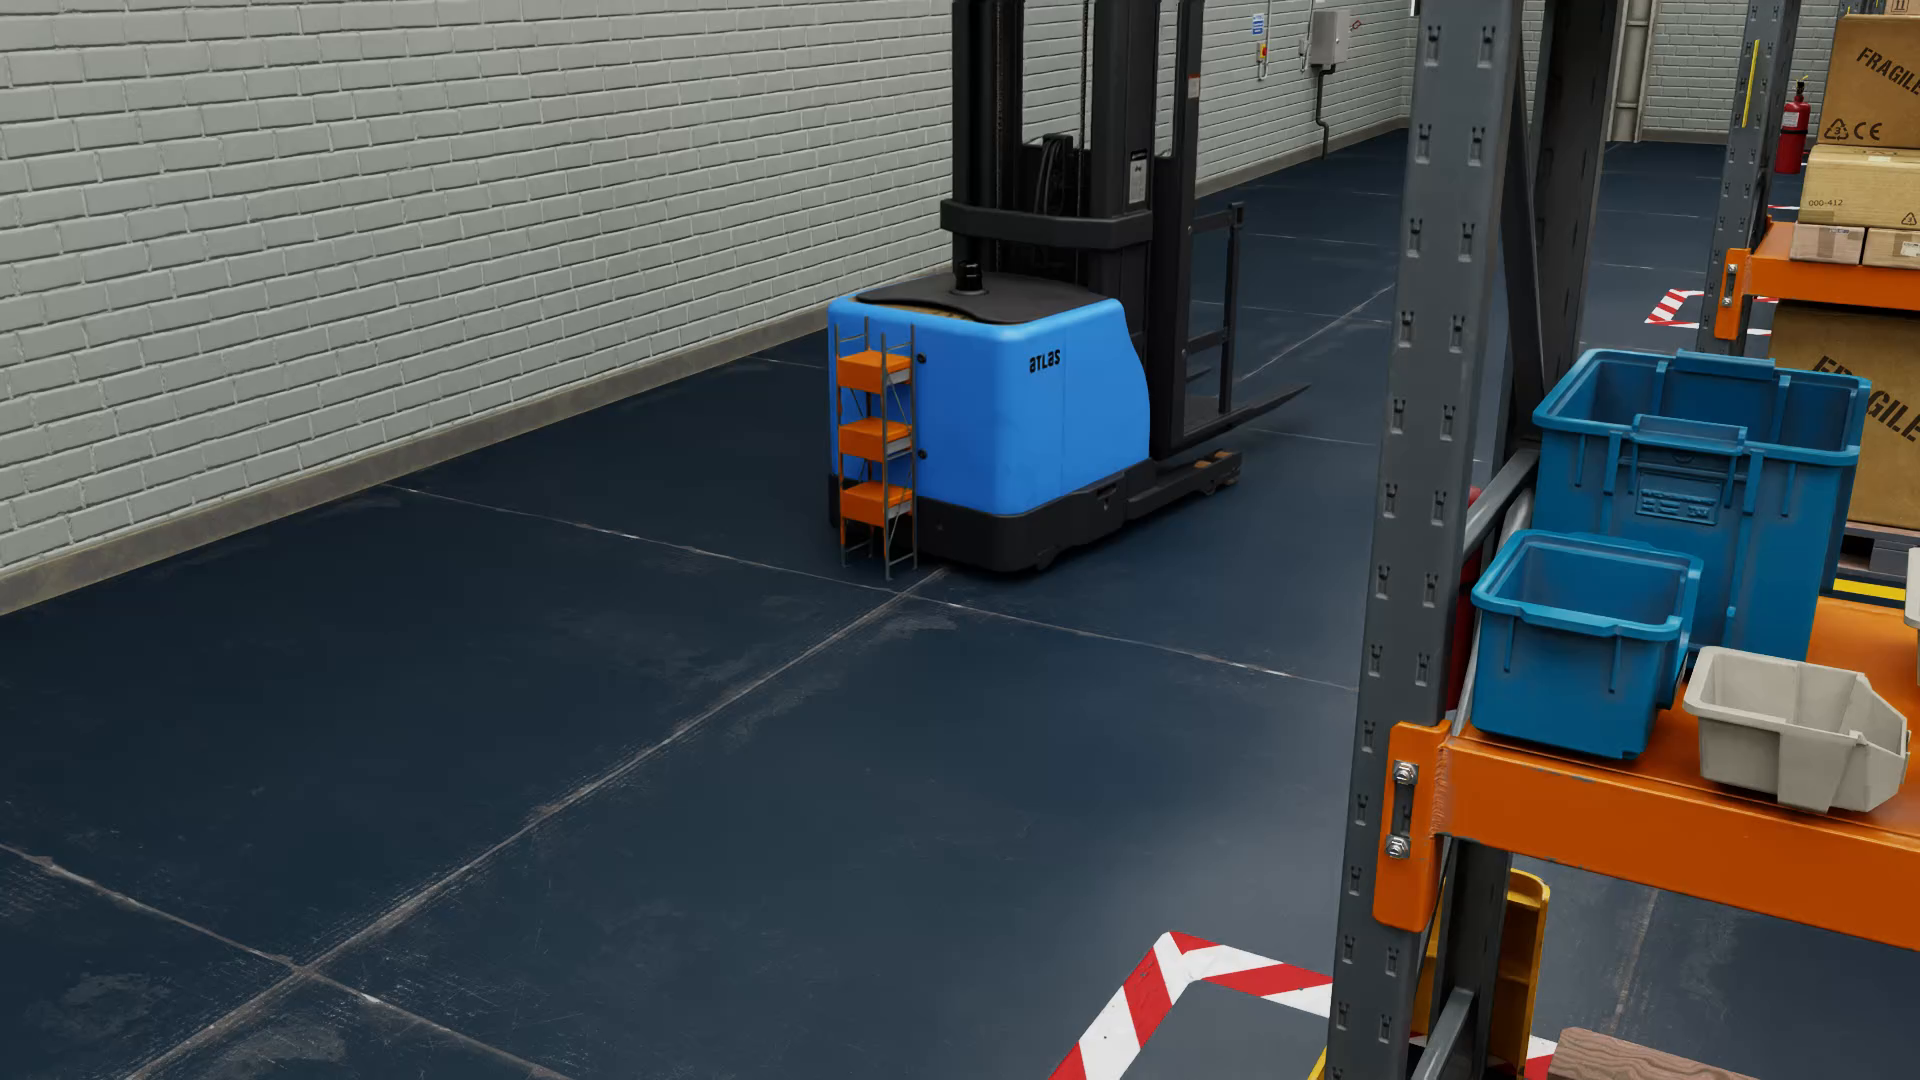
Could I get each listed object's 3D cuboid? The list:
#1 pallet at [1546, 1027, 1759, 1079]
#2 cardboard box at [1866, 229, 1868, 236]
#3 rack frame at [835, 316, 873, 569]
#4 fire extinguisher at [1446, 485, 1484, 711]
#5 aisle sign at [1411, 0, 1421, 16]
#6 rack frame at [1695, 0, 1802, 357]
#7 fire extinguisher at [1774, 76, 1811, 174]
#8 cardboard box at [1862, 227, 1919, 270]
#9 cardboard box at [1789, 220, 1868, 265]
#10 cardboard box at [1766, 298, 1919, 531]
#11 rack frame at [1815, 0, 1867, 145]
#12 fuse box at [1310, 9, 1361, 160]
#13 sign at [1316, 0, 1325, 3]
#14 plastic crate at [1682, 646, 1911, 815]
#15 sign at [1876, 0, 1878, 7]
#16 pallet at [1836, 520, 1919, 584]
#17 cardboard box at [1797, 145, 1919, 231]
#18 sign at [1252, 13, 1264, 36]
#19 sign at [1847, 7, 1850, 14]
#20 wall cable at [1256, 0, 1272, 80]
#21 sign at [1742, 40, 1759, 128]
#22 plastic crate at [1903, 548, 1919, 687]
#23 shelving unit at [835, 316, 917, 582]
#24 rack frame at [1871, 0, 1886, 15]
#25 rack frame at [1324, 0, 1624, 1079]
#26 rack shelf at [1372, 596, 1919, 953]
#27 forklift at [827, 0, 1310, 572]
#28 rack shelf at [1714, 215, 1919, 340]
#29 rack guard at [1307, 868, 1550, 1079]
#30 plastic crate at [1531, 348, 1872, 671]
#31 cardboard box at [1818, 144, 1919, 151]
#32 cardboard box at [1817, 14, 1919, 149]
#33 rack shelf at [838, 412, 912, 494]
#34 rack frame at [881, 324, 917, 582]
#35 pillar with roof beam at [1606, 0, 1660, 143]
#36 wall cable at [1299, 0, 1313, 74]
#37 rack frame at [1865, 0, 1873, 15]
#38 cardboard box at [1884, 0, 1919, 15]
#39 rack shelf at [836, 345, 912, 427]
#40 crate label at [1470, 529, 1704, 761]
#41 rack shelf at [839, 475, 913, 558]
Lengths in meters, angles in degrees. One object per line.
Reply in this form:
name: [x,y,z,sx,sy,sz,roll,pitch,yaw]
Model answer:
pallet: [1.643,1.436,3.097,1.213,0.211,1.003,11,23,27]
cardboard box: [3.829,-1.419,7.246,0.250,0.149,0.380,11,23,28]
rack frame: [-0.438,-0.397,6.920,0.008,1.050,0.200,15,25,35]
fire extinguisher: [1.032,0.028,3.550,0.183,0.674,0.296,11,23,27]
aisle sign: [0.735,-1.169,2.377,0.004,0.787,0.394,11,23,27]
rack frame: [3.358,-1.498,7.096,0.127,3.000,1.000,11,23,27]
fire extinguisher: [5.870,-2.925,11.691,0.183,0.674,0.296,11,23,27]
cardboard box: [3.732,-1.180,6.589,0.250,0.149,0.380,10,22,27]
cardboard box: [3.507,-1.223,6.705,0.250,0.149,0.380,11,23,28]
cardboard box: [3.956,-0.614,7.159,0.875,0.875,0.875,11,23,27]
rack frame: [5.865,-2.958,11.120,0.127,3.000,1.000,11,23,27]
fuse box: [4.409,-5.374,19.672,0.414,1.711,0.539,11,23,27]
sign: [4.201,-6.386,19.361,0.001,0.242,0.339,11,23,27]
plastic crate: [1.237,0.289,2.468,0.298,0.136,0.250,11,23,27]
sign: [10.344,-6.172,18.712,0.005,0.325,0.100,11,23,27]
pallet: [4.094,-0.078,7.269,1.213,0.211,1.003,11,23,27]
cardboard box: [3.645,-1.407,6.629,0.500,0.250,0.500,10,22,26]
sign: [3.180,-5.502,17.738,0.001,0.218,0.327,11,23,27]
sign: [5.600,-3.203,10.527,0.005,0.325,0.100,11,23,27]
wall cable: [3.257,-5.871,17.617,0.123,1.953,0.585,11,23,27]
sign: [3.082,-1.778,6.482,0.005,0.325,0.100,11,23,27]
plastic crate: [1.743,0.154,2.841,0.243,0.136,0.396,11,23,27]
shelving unit: [-0.341,-0.372,6.850,0.252,1.050,0.215,15,25,35]
rack frame: [10.608,-5.927,19.305,0.127,3.000,1.000,11,23,27]
rack frame: [0.942,-0.024,3.031,0.127,3.000,1.000,11,23,27]
rack shelf: [2.688,0.647,2.237,4.000,0.370,1.077,11,23,27]
forklift: [0.720,-1.682,7.705,1.130,2.935,3.031,15,25,35]
rack shelf: [5.104,-0.827,6.302,4.000,0.370,1.077,11,23,27]
rack guard: [0.915,1.151,3.458,0.348,0.500,1.175,11,23,27]
plastic crate: [1.326,-0.068,3.015,0.499,0.435,0.616,11,23,27]
cardboard box: [3.910,-1.566,7.067,0.500,0.250,0.500,10,22,26]
cardboard box: [3.911,-1.917,6.935,0.500,0.500,0.500,11,23,28]
rack shelf: [-0.341,-0.362,6.854,0.240,0.259,0.215,15,25,35]
rack frame: [-0.245,-0.346,6.780,0.008,1.050,0.200,15,25,35]
pillar with roof beam: [6.594,-8.182,16.724,0.400,9.000,9.100,11,23,27]
wall cable: [3.938,-6.281,18.791,0.122,1.984,0.588,11,23,27]
rack frame: [8.191,-4.448,15.229,0.127,3.000,1.000,11,23,27]
cardboard box: [6.127,-3.461,10.459,0.500,0.500,0.500,11,22,27]
rack shelf: [-0.342,-0.629,6.757,0.240,0.259,0.215,15,25,35]
crate label: [0.997,0.166,2.666,0.303,0.233,0.416,11,23,27]
rack shelf: [-0.341,-0.101,6.949,0.240,0.259,0.215,15,25,35]
